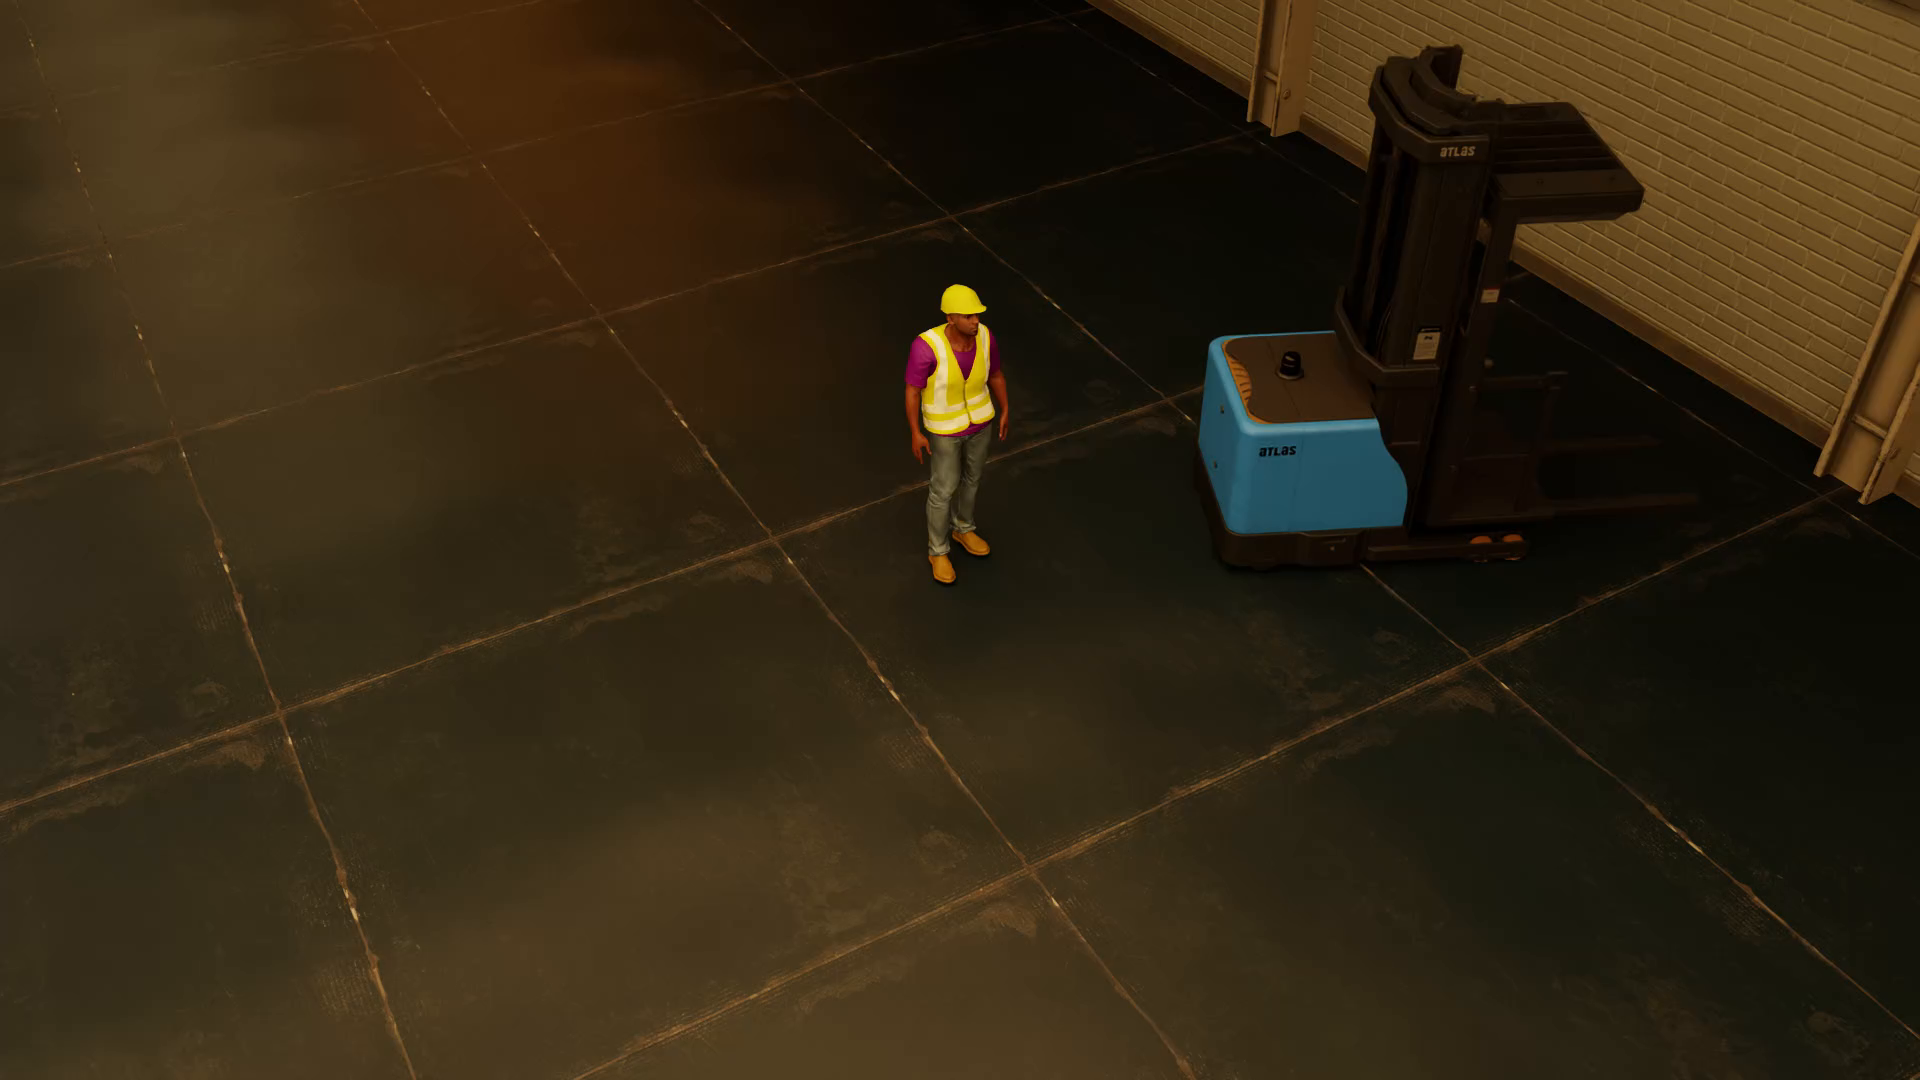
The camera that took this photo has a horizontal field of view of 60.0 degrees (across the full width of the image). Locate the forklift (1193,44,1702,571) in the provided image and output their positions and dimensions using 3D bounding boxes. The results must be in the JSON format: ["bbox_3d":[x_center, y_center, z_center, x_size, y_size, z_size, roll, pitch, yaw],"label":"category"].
[{"bbox_3d":[3.050,-1.325,9.634,3.031,2.935,1.130,-3,40,-4],"label":"forklift"}]

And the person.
[{"bbox_3d":[0.030,-0.645,9.715,0.666,1.765,0.577,-20,44,-23],"label":"person"}]
